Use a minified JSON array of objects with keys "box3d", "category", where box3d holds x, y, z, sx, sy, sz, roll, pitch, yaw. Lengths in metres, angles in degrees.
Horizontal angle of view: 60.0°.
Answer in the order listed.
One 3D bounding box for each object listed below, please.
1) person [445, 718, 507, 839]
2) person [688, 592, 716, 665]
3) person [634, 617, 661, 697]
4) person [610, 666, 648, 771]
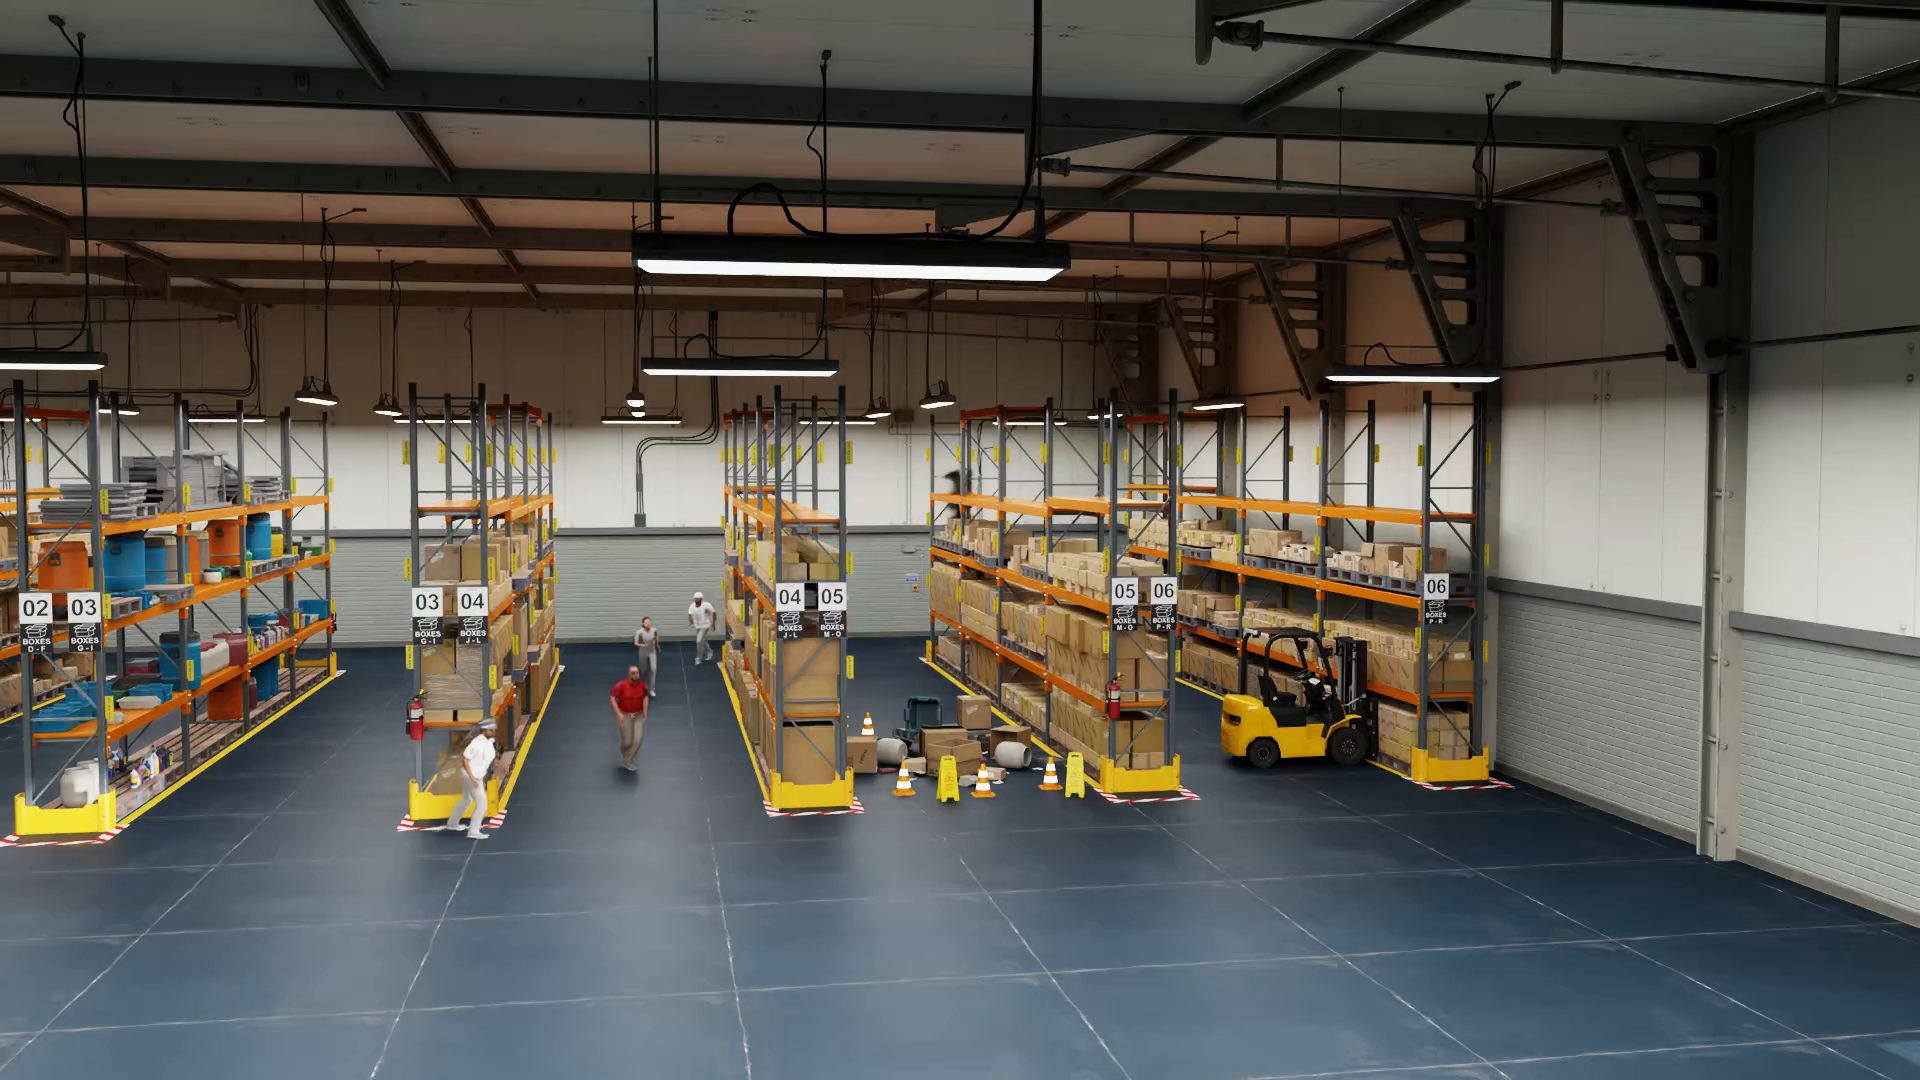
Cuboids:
[{"box3d":[-6.374,3.111,21.822,0.859,1.600,0.633,0,3,1],"category":"person"},{"box3d":[-6.181,2.115,40.158,0.708,1.757,0.852,2,3,31],"category":"person"},{"box3d":[-6.552,2.413,34.796,0.571,1.652,0.963,-1,3,-20],"category":"person"},{"box3d":[-5.294,2.831,26.591,0.659,1.671,0.572,-2,3,-31],"category":"person"}]
